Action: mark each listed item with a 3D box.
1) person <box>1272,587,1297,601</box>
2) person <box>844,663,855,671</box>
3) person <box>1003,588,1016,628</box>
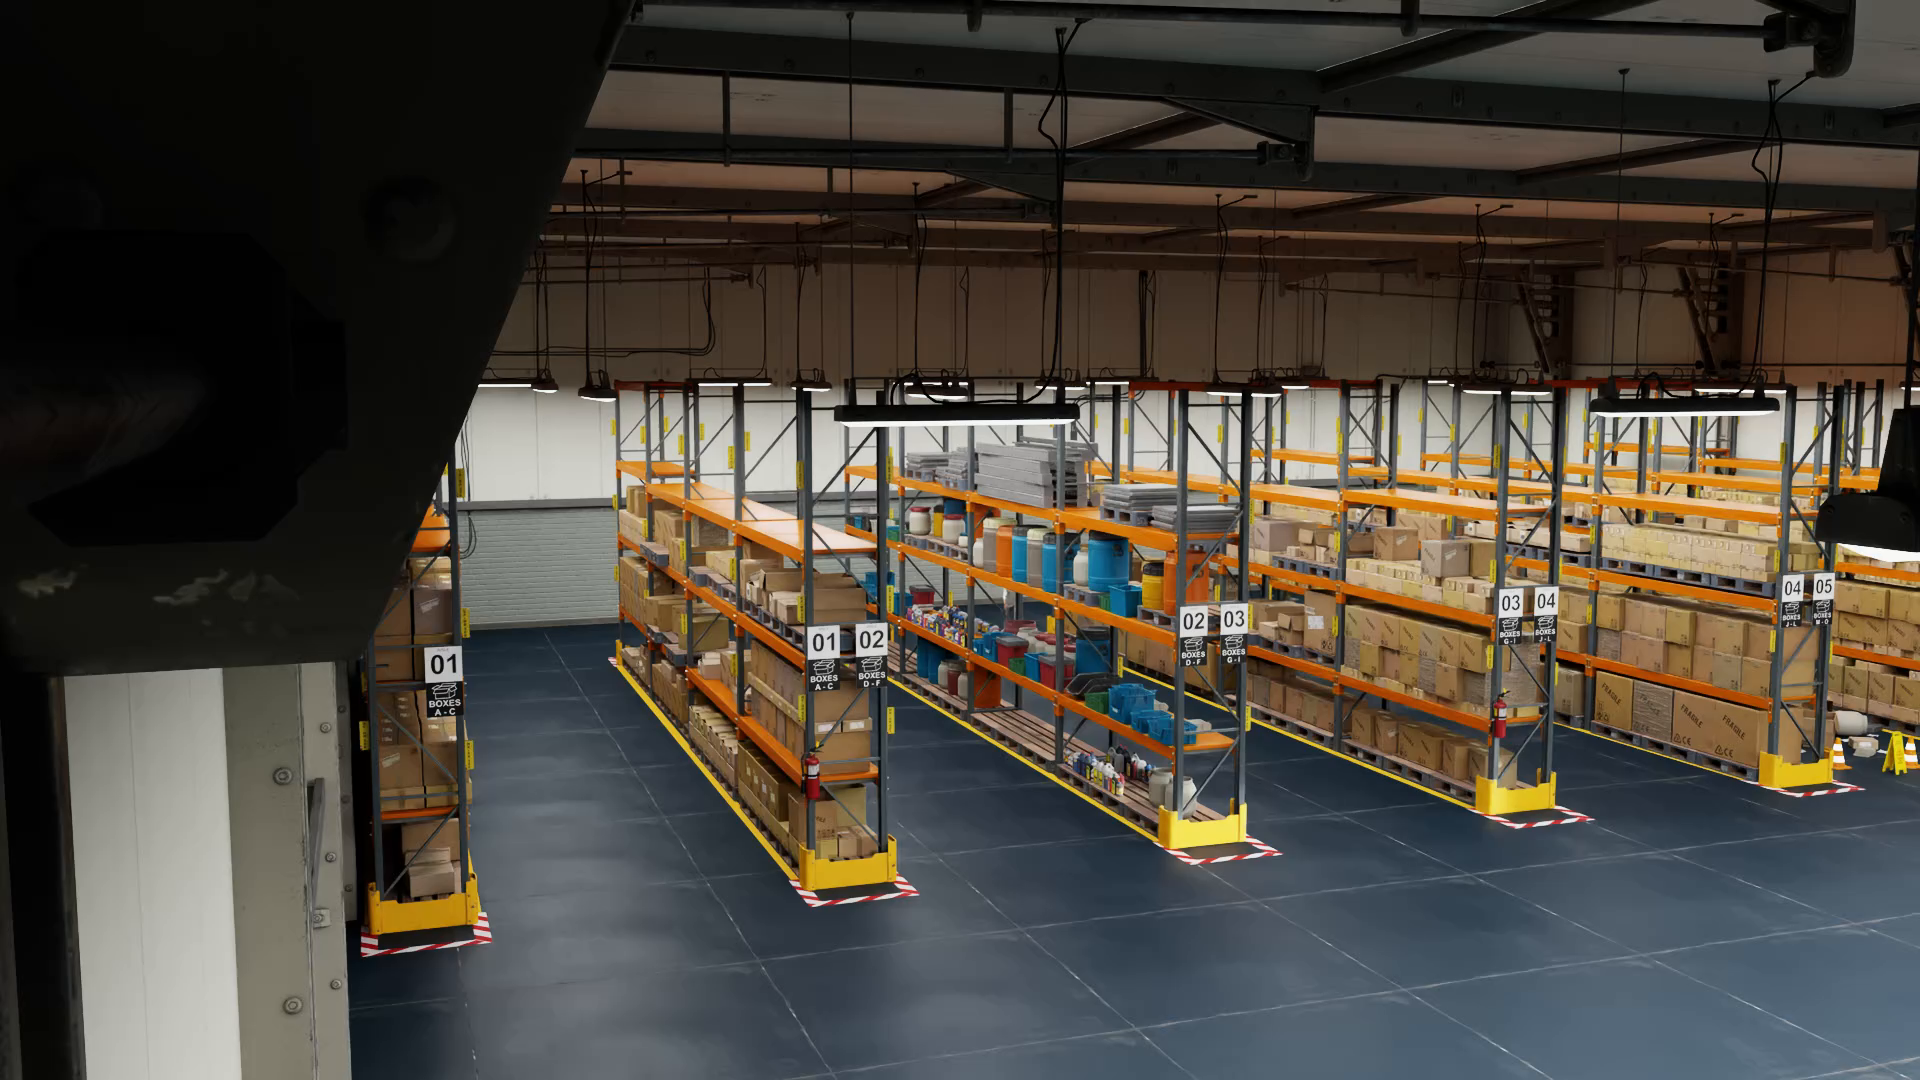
[{"bbox_3d":[8.576,0.753,44.515,1.019,1.754,0.617,4,7,33],"label":"person"},{"bbox_3d":[-2.004,2.435,28.677,0.593,1.783,0.688,-5,8,-40],"label":"person"},{"bbox_3d":[1.204,1.491,38.394,0.453,1.535,1.008,-1,6,-8],"label":"person"}]
